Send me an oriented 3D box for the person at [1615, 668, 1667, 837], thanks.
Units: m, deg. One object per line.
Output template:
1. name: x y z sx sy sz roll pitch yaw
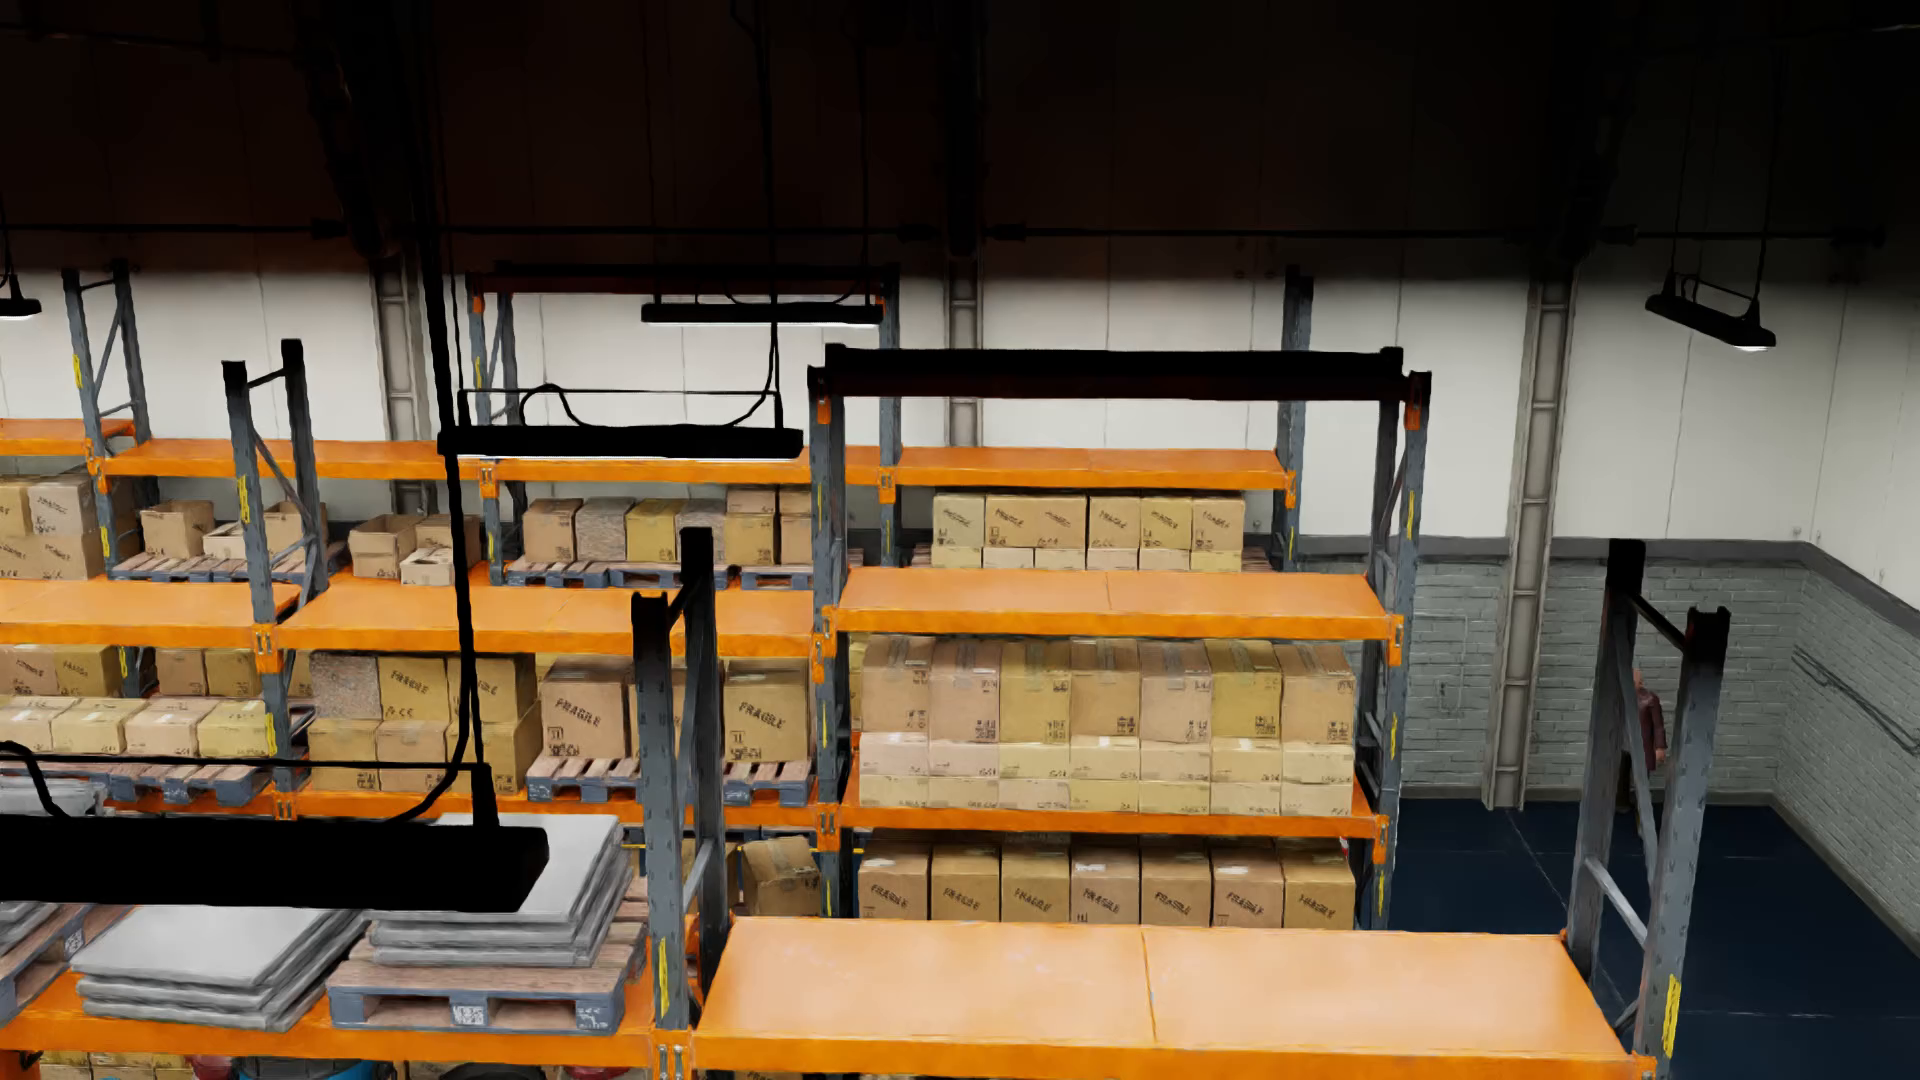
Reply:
1. person: 7.203 2.220 17.750 0.640 1.765 0.787 -13 21 -38
